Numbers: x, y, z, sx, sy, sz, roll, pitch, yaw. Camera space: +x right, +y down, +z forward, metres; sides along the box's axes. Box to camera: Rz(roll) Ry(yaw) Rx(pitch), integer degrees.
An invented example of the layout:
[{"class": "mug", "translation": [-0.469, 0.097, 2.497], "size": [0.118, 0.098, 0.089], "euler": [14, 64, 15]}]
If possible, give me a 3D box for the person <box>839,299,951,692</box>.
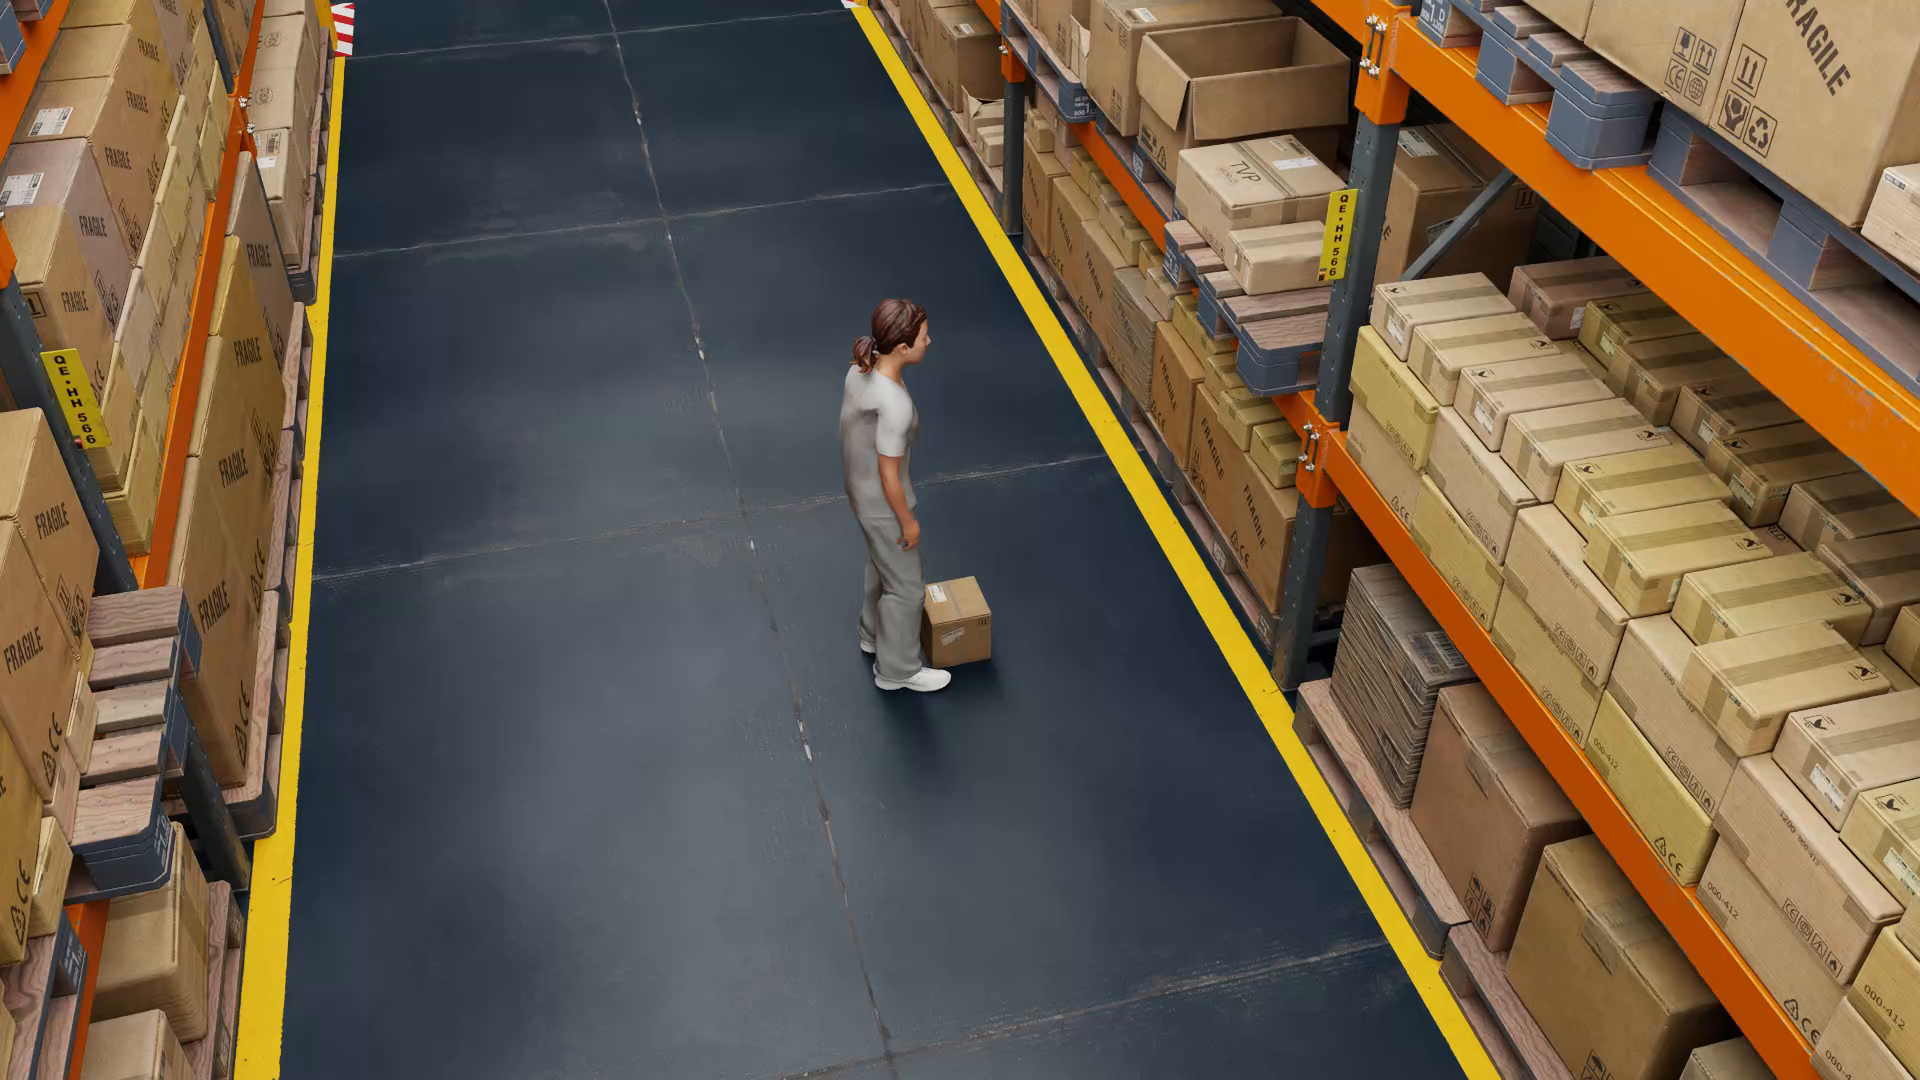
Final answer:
[{"class": "person", "translation": [-0.263, -0.167, 6.370], "size": [0.360, 1.667, 0.485], "euler": [-9, 39, -12]}]
